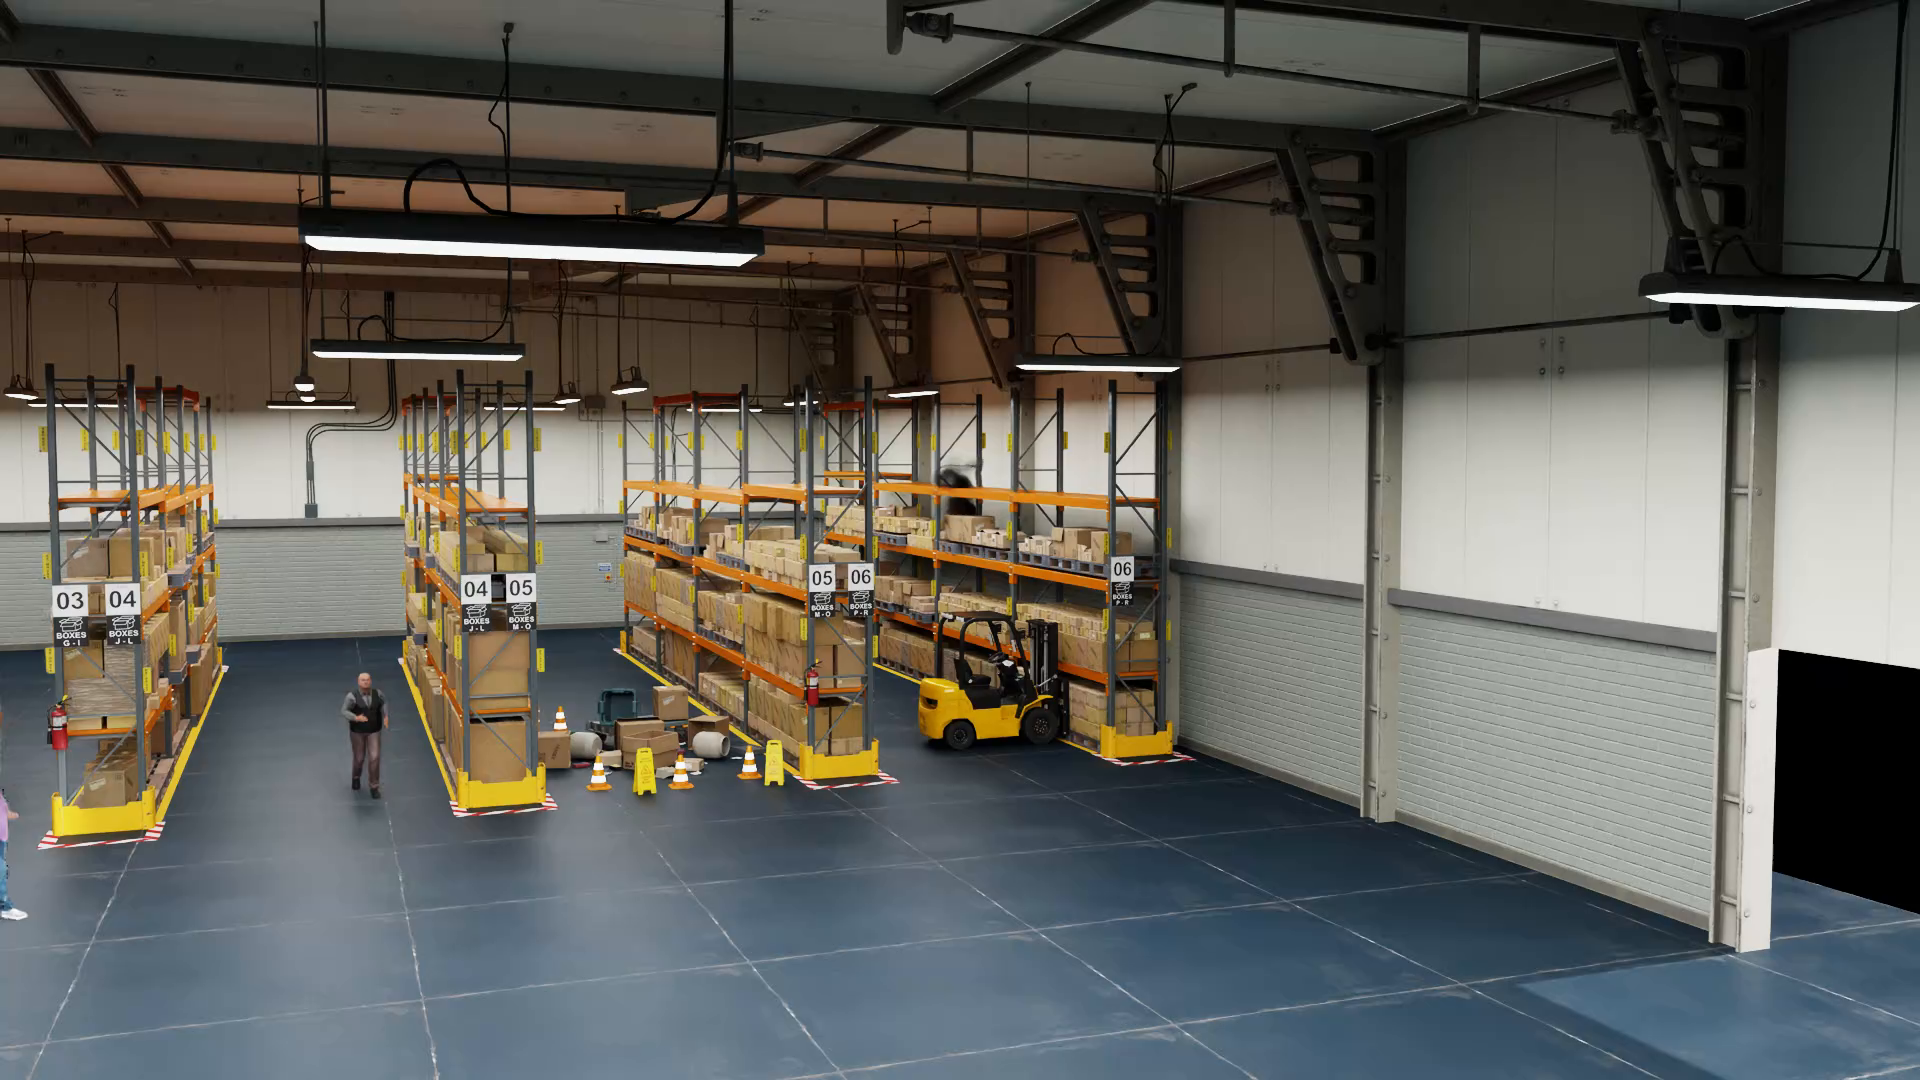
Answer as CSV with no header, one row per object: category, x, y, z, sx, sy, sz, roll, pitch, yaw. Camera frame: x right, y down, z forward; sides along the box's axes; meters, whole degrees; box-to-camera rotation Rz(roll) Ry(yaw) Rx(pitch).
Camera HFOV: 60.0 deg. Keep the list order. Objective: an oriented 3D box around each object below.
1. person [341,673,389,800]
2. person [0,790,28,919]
person,-8.443,2.756,23.623,0.673,1.757,0.844,-2,4,-31
person,-10.201,3.170,17.447,0.886,1.578,0.541,0,3,8
